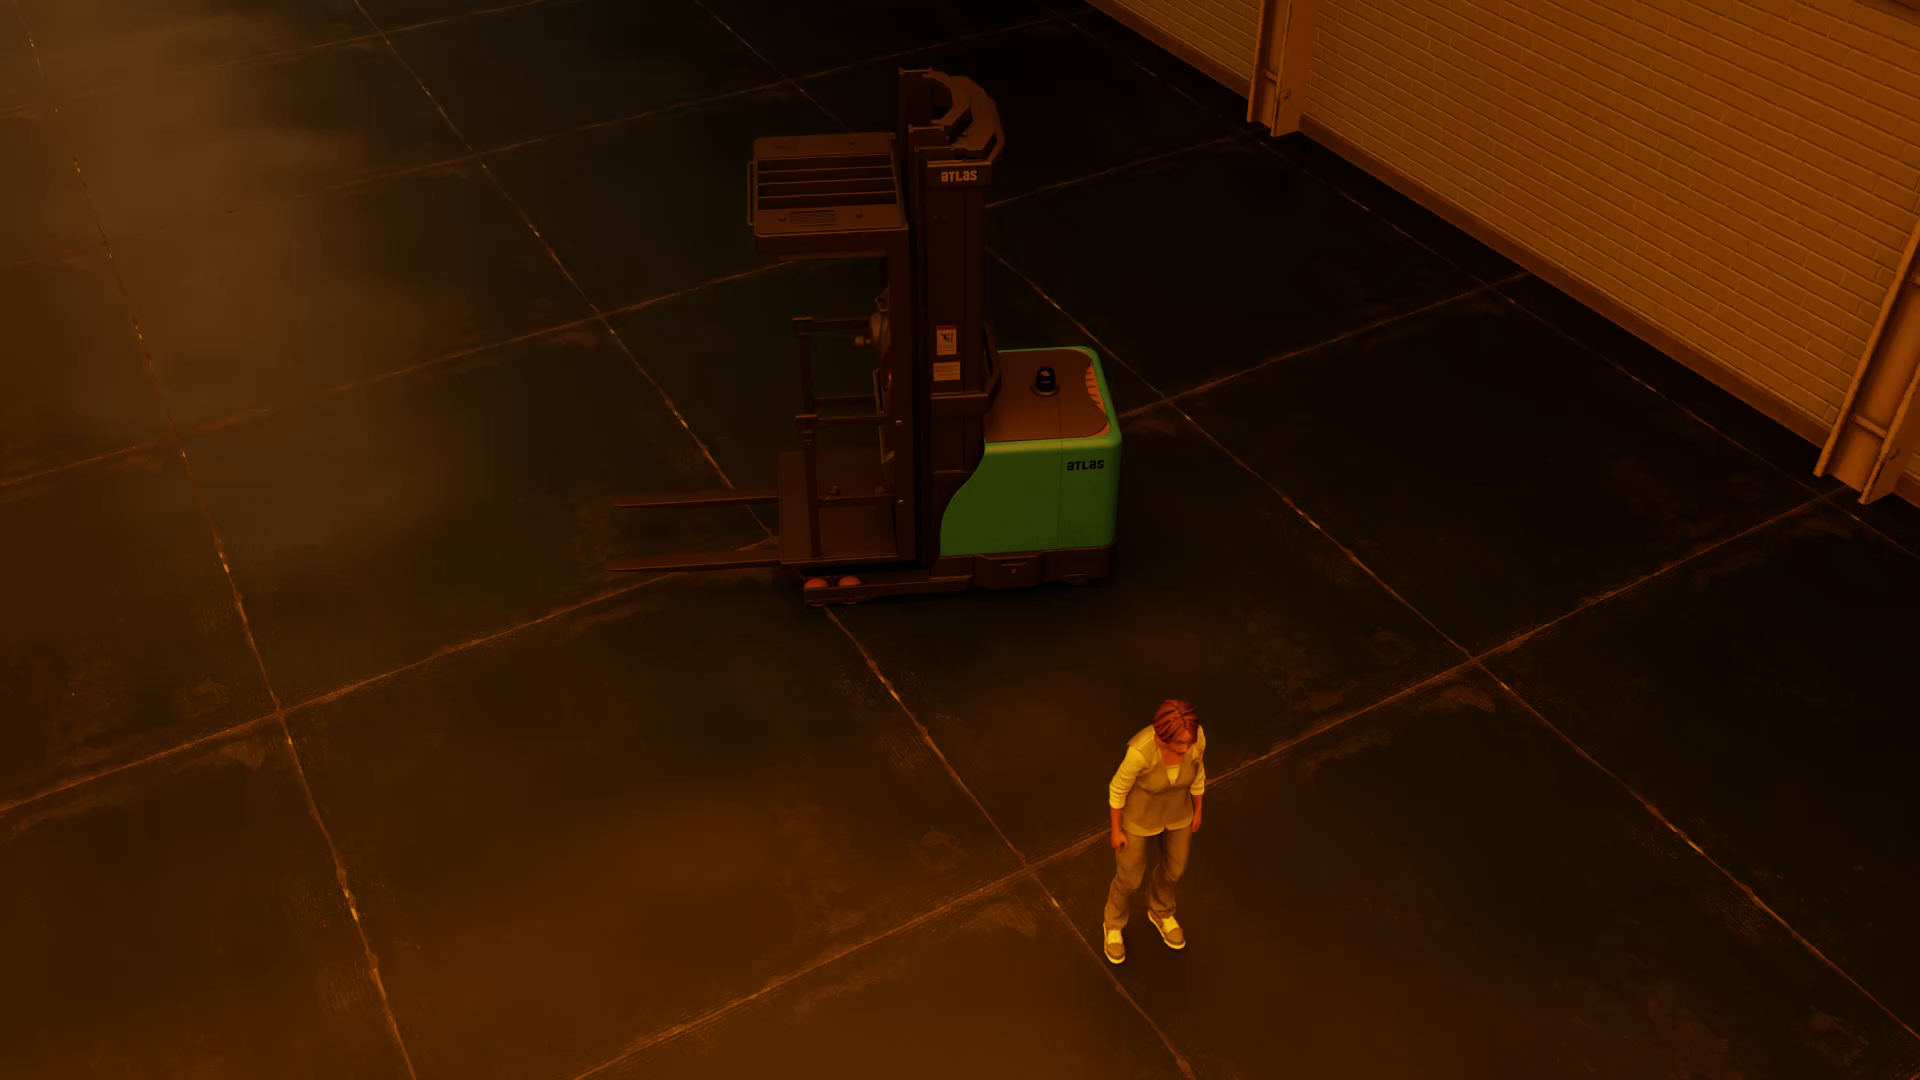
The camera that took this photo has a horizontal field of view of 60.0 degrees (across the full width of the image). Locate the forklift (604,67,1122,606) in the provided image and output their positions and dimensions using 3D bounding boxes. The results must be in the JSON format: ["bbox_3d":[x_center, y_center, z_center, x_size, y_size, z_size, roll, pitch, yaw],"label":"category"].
[{"bbox_3d":[-0.616,-1.090,9.351,3.031,2.935,1.130,-4,40,-4],"label":"forklift"}]

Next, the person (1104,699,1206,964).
[{"bbox_3d":[0.891,1.281,7.551,0.463,1.580,0.347,-11,41,-13],"label":"person"}]
